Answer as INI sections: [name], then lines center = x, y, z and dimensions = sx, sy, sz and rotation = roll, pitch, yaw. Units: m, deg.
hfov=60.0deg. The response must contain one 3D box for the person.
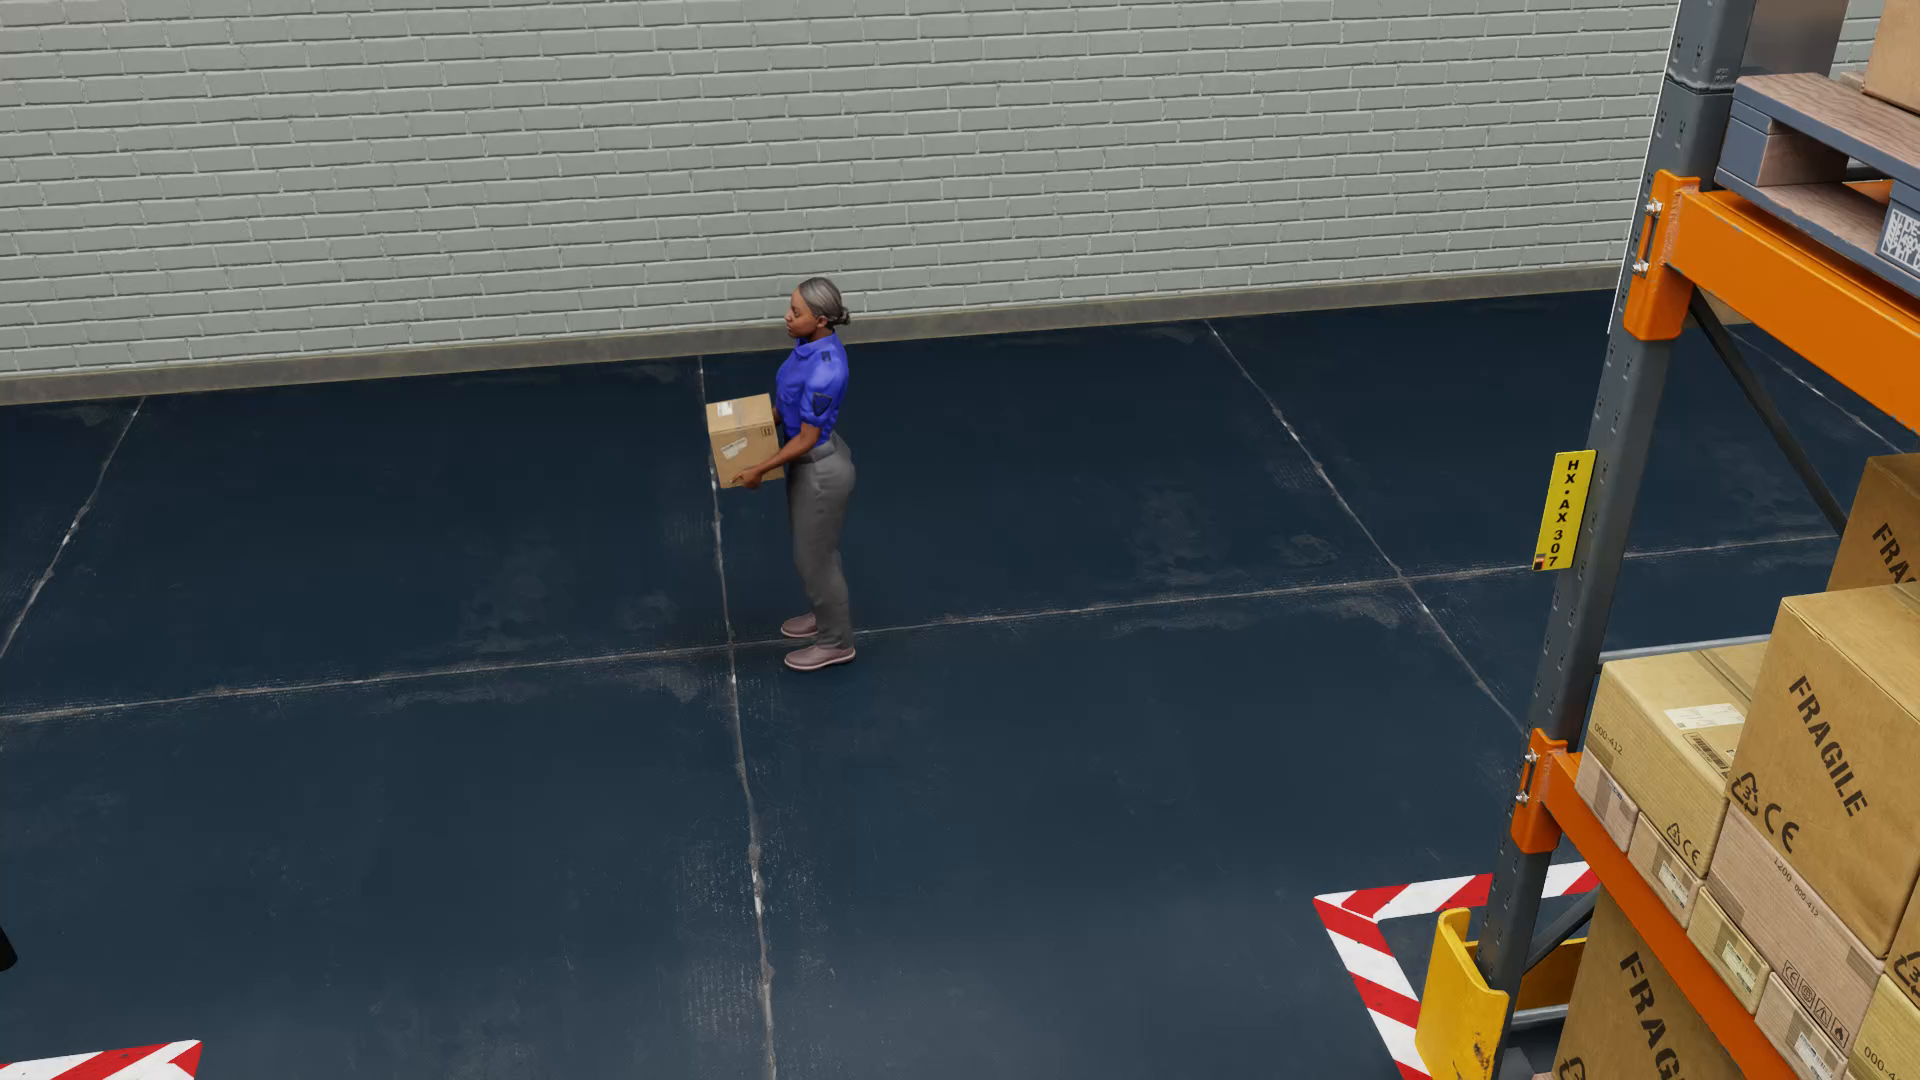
[person]
center = -0.658, -0.254, 6.572
dimensions = 0.503, 1.654, 0.450
rotation = -5, 31, -8
